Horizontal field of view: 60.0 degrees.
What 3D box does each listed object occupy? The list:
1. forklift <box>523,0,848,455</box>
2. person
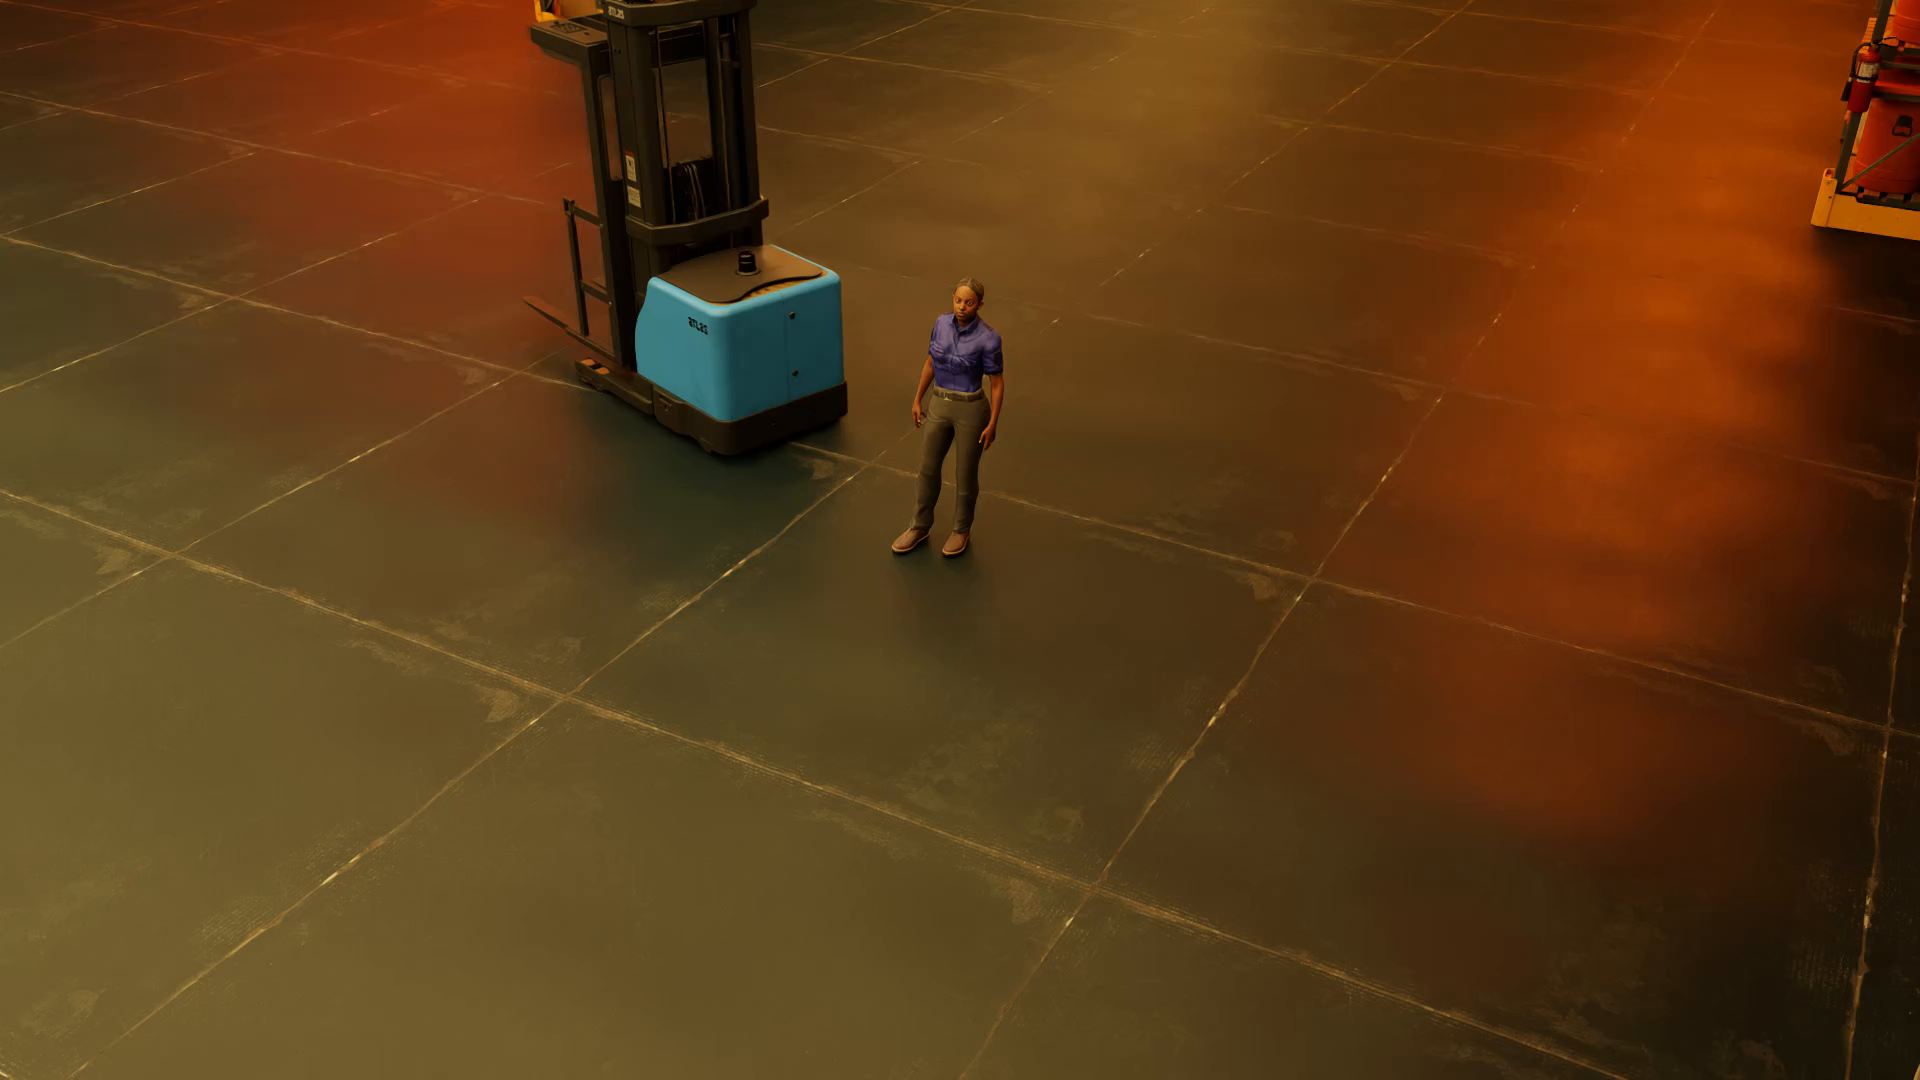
[{"bbox_3d":[-2.115,-2.477,11.363,1.130,2.935,3.031,-24,37,-35],"label":"forklift"},{"bbox_3d":[-0.060,-0.689,9.528,0.569,1.654,0.504,15,33,25],"label":"person"}]
